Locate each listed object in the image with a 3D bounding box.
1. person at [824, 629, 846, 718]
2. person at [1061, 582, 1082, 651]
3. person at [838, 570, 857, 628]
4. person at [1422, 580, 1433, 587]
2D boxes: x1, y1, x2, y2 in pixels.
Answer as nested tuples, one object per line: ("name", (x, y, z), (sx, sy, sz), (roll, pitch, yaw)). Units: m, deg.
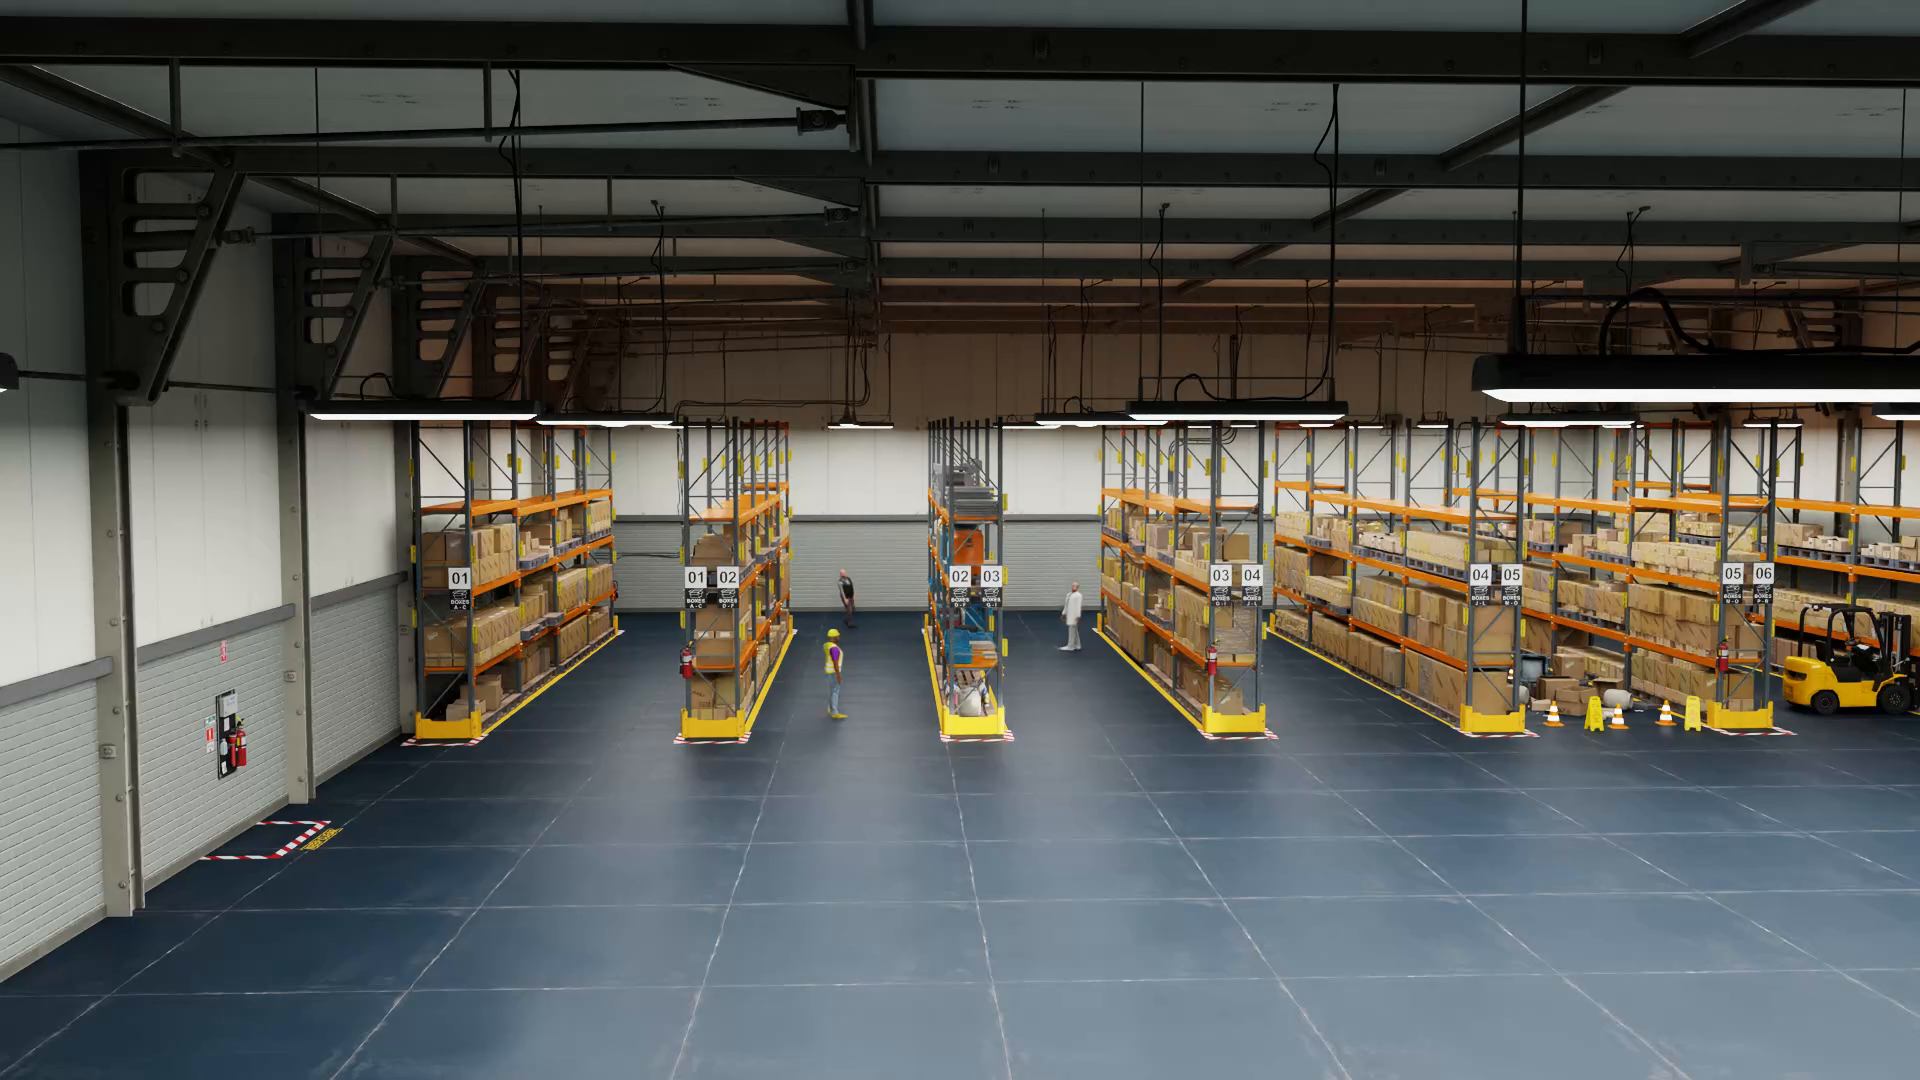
("person", (-2.514, 2.704, 33.313), (0.402, 1.842, 0.630), (-1, 4, -12))
("person", (2.892, 2.005, 43.523), (0.575, 1.749, 0.591), (-1, 4, -12))
("person", (-3.242, 1.753, 48.563), (0.549, 1.648, 0.654), (2, 4, 22))
("person", (12.909, 1.832, 46.199), (0.428, 1.778, 0.619), (1, 4, 20))
